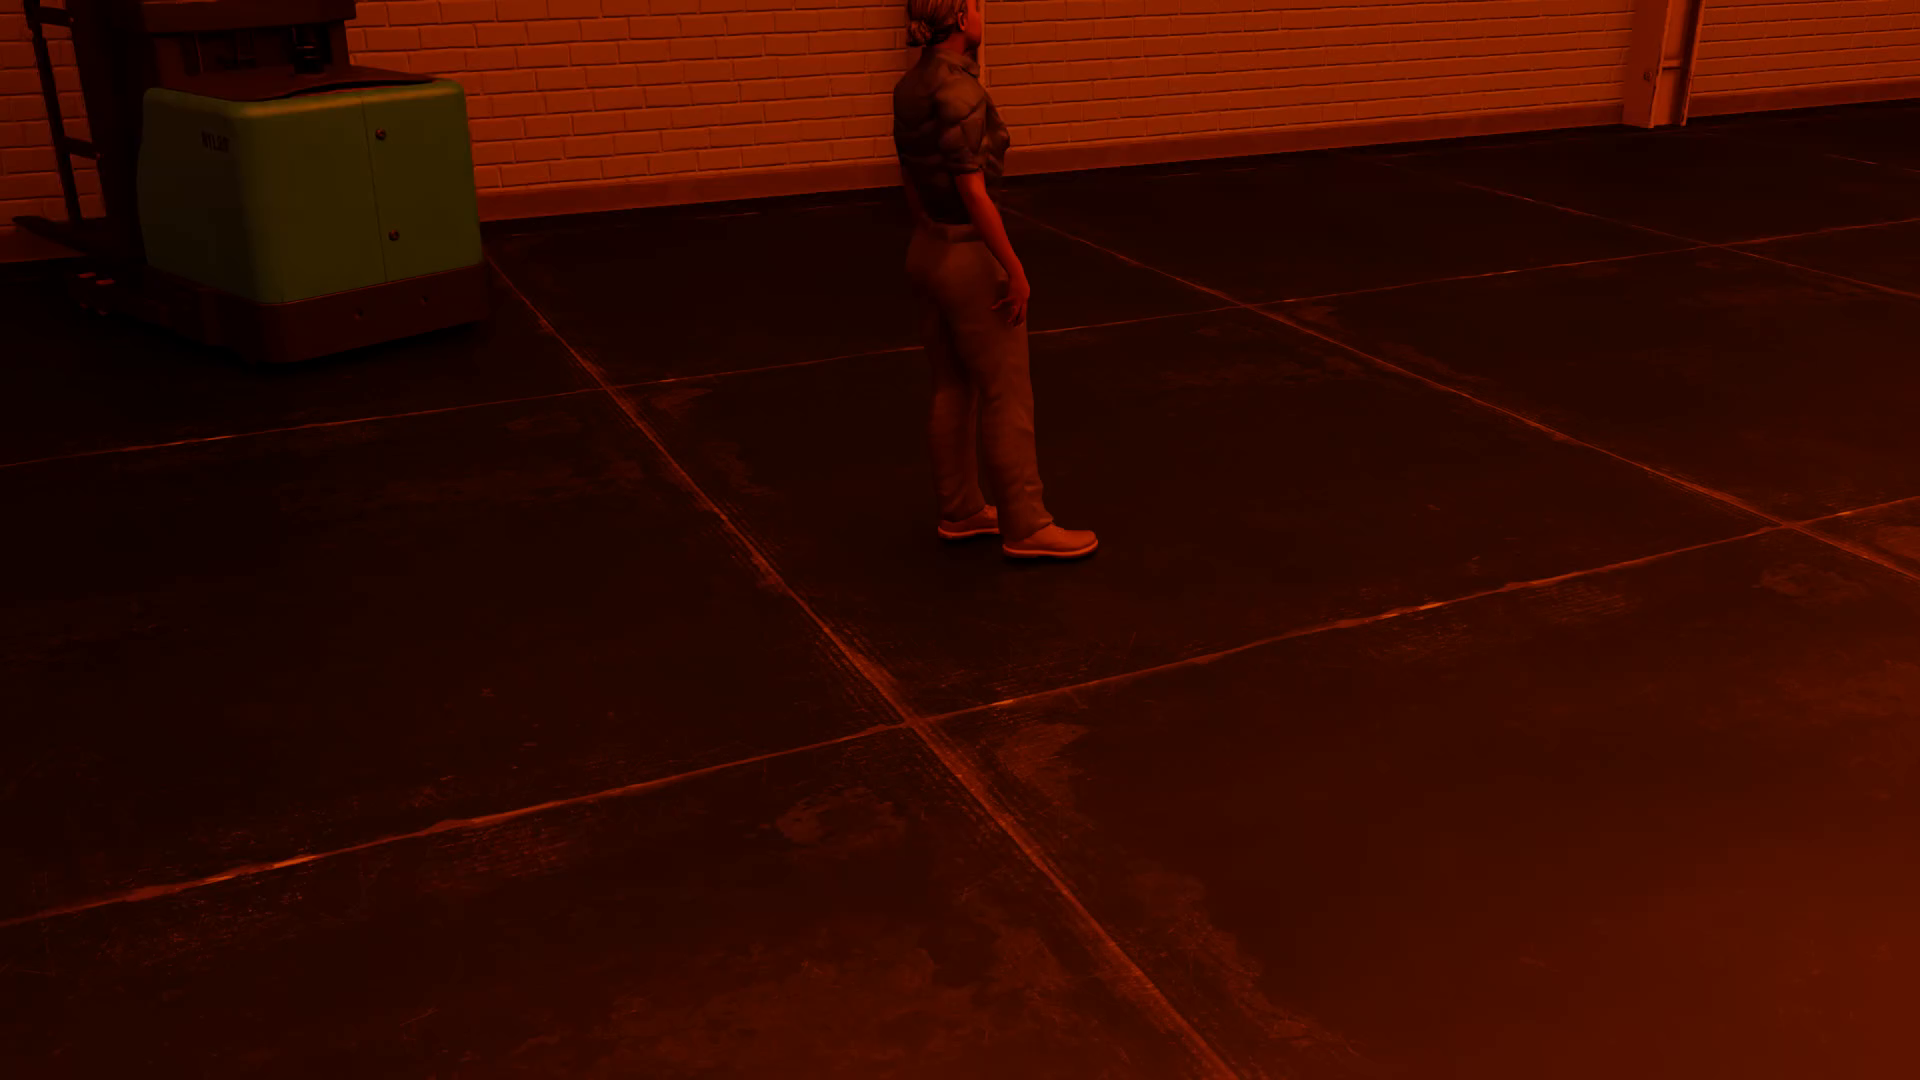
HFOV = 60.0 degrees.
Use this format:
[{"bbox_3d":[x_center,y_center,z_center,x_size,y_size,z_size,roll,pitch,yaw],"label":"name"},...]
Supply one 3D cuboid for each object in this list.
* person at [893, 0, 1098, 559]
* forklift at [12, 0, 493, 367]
[{"bbox_3d":[0.088,-0.778,4.805,0.503,1.656,0.570,-10,25,-23],"label":"person"},{"bbox_3d":[-3.485,-2.506,7.320,3.031,2.935,1.130,19,29,38],"label":"forklift"}]
